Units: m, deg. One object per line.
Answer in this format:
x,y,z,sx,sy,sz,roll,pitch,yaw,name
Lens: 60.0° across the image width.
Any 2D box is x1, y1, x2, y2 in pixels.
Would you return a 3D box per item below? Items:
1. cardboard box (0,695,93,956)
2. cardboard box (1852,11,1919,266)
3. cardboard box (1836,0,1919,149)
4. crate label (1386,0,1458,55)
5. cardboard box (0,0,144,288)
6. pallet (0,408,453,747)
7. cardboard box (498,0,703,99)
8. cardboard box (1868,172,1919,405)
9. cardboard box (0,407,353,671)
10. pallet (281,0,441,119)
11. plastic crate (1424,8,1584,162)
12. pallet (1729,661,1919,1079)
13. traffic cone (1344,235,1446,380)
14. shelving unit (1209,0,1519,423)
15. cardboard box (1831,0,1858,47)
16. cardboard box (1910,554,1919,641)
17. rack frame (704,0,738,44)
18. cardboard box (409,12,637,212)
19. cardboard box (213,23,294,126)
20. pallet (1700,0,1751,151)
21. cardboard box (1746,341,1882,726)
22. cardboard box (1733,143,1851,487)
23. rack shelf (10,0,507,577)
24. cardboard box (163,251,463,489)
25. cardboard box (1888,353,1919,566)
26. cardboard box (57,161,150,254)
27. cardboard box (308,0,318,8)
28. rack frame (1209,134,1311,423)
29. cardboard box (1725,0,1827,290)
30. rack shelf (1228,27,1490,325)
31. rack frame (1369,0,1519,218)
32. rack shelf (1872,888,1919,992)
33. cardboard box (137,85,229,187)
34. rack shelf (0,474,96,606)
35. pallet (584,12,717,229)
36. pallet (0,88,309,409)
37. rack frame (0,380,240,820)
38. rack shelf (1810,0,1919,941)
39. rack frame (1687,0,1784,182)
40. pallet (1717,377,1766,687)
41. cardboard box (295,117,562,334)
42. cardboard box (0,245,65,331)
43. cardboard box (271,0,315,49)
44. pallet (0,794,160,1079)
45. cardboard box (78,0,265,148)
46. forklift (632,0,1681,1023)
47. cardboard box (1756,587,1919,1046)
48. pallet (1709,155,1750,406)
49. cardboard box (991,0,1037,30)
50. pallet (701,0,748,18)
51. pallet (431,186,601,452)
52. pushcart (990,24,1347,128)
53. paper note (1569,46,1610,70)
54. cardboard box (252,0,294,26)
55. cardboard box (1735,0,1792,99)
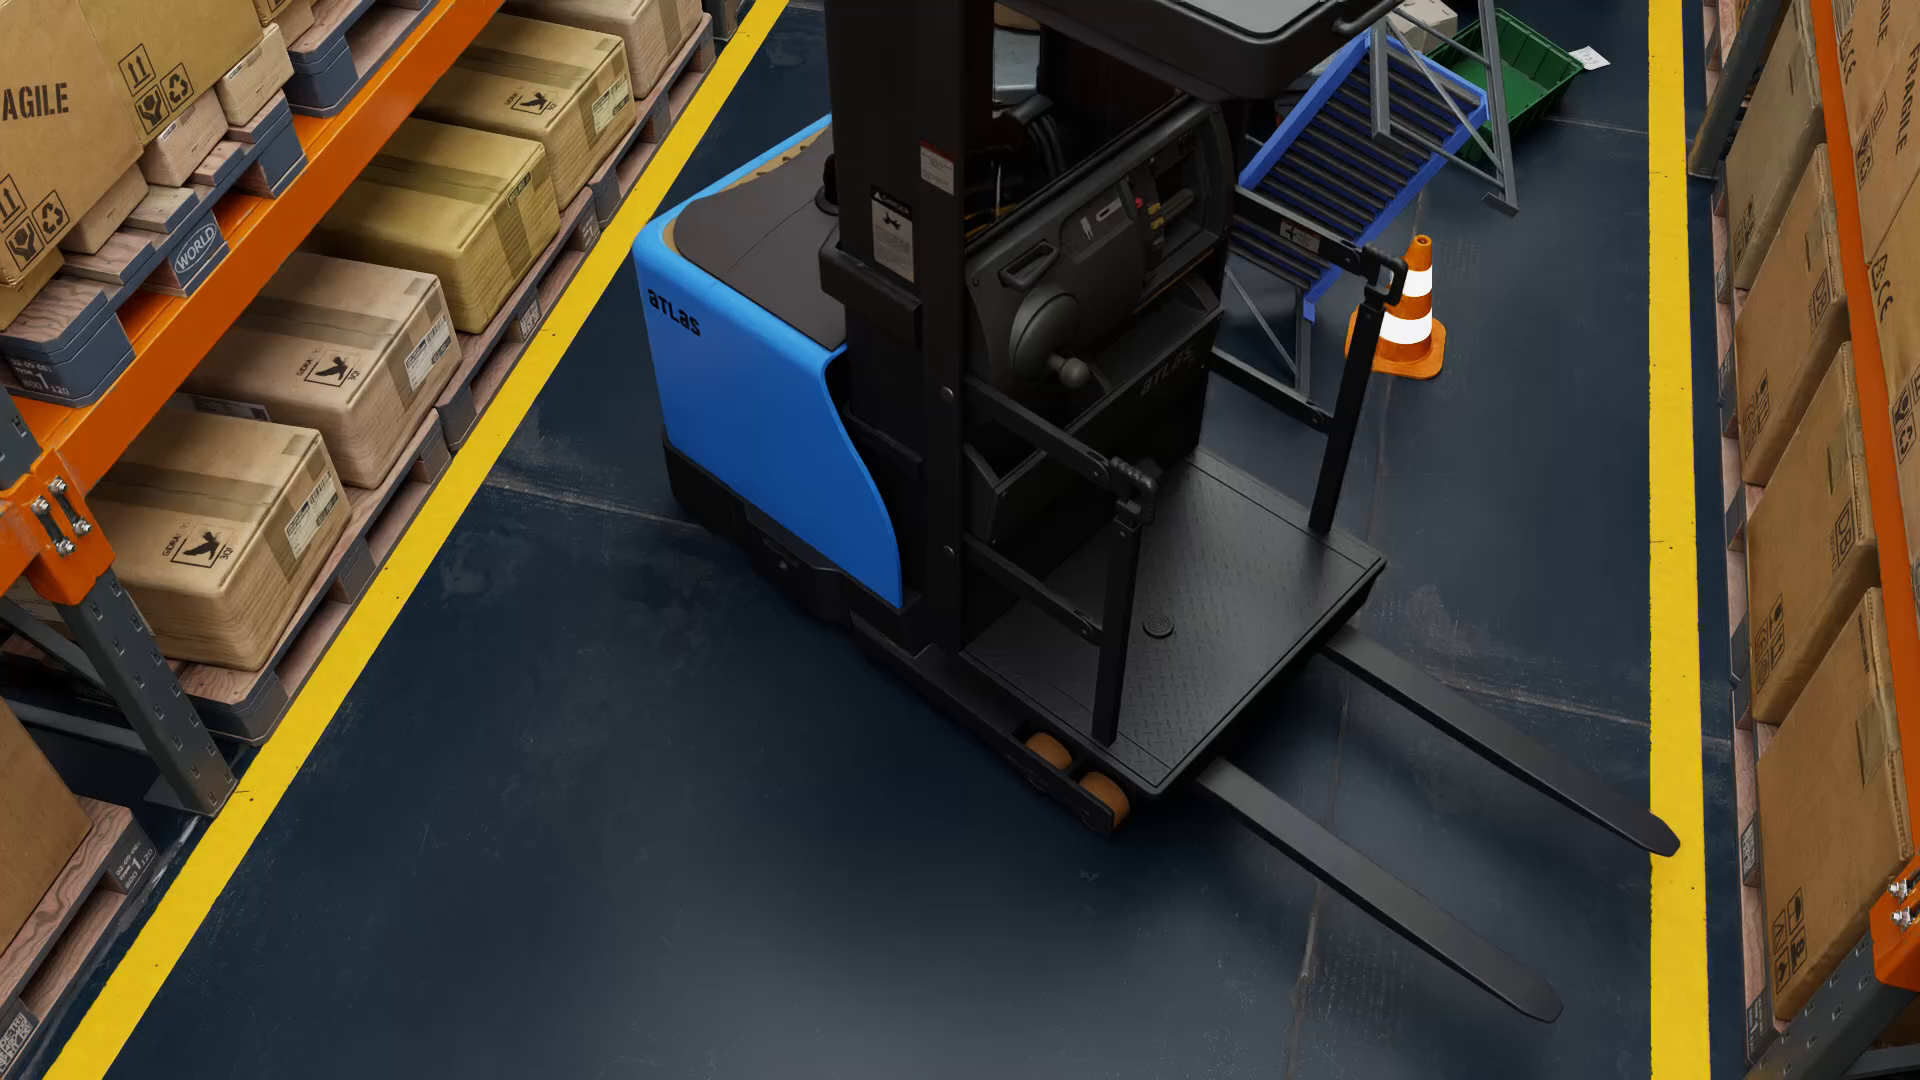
-2.774,0.680,3.786,0.875,0.875,0.875,11,50,10,cardboard box
2.544,-0.969,4.038,0.500,0.500,0.500,12,50,11,cardboard box
2.678,-1.336,4.362,0.500,0.500,0.500,11,50,10,cardboard box
1.973,-2.209,7.108,0.298,0.136,0.250,-19,51,-16,crate label
-2.171,-0.917,3.514,0.500,0.500,0.500,10,49,9,cardboard box
-2.305,-0.009,5.117,1.003,0.211,1.213,12,50,10,pallet
-1.595,-2.150,6.619,0.950,0.372,0.625,12,50,11,cardboard box
2.414,-0.597,3.710,0.500,0.500,0.500,11,49,9,cardboard box
-2.354,-0.043,4.760,0.950,0.372,0.625,9,49,7,cardboard box
-2.031,-1.744,4.916,1.003,0.211,1.213,12,50,10,pallet
2.124,-1.829,6.701,0.662,0.188,0.450,-37,68,-28,plastic crate
2.570,0.904,4.311,1.003,0.211,1.213,12,50,10,pallet
1.533,-0.845,5.687,0.336,0.463,0.334,12,50,10,traffic cone
1.280,-1.329,5.632,0.538,1.048,1.500,24,47,-15,shelving unit
2.812,-1.697,4.680,0.500,0.500,0.500,12,50,10,cardboard box
2.149,0.125,3.073,0.500,0.500,0.500,12,50,10,cardboard box
-1.459,-3.260,6.127,1.000,3.000,0.127,12,50,10,rack frame
-1.781,-1.629,6.160,0.950,0.372,0.625,14,50,12,cardboard box
-1.932,-1.203,4.198,0.380,0.149,0.250,12,50,10,cardboard box
3.618,-1.968,6.847,1.003,0.211,1.213,12,50,10,pallet
2.764,0.086,4.394,1.050,0.750,0.750,12,50,11,cardboard box
3.008,-0.587,4.988,1.050,0.750,0.750,12,50,10,cardboard box
-1.986,-1.576,5.120,1.077,0.370,4.000,12,50,10,rack shelf
-2.167,-0.579,5.233,0.950,0.372,0.625,11,49,9,cardboard box
2.282,-0.236,3.391,0.500,0.500,0.500,12,50,10,cardboard box
-2.141,-0.819,3.860,0.380,0.149,0.250,9,49,8,cardboard box
-1.907,-1.605,4.553,0.380,0.149,0.250,13,50,12,cardboard box
1.052,-1.054,5.995,0.500,0.032,1.500,24,47,-15,rack frame
3.266,-1.284,5.603,1.050,0.750,0.750,11,50,10,cardboard box
1.253,-1.196,5.515,0.538,1.000,0.185,24,47,-15,rack shelf
1.507,-1.604,5.270,0.500,0.032,1.500,24,47,-15,rack frame
1.763,2.221,1.769,1.077,0.370,4.000,12,50,10,rack shelf
-2.024,-1.008,4.026,0.380,0.149,0.250,9,49,8,cardboard box
-3.039,1.318,2.566,1.077,0.370,4.000,12,50,10,rack shelf
-1.663,-1.774,6.675,1.003,0.211,1.213,12,50,10,pallet
-2.427,-0.840,4.119,1.213,0.211,1.003,12,50,10,pallet
-2.512,-0.367,3.573,1.000,3.000,0.127,12,50,10,rack frame
2.816,-0.672,4.322,1.077,0.370,4.000,12,50,10,rack shelf
3.343,-2.357,5.329,1.000,3.000,0.127,12,50,10,rack frame
2.893,0.024,5.088,1.003,0.211,1.213,12,50,10,pallet
-1.962,-1.126,5.716,0.950,0.372,0.625,13,50,11,cardboard box
-2.247,-0.621,3.685,0.380,0.149,0.250,9,49,8,cardboard box
-1.944,-1.393,4.366,0.380,0.149,0.250,14,50,12,cardboard box
-2.792,1.111,4.129,1.003,0.211,1.213,12,50,10,pallet
-2.040,-1.296,3.848,0.500,0.500,0.500,14,50,12,cardboard box
0.508,-0.624,3.846,3.031,2.935,1.130,34,57,26,forklift
2.537,0.719,3.835,1.050,0.750,0.750,11,49,10,cardboard box
3.212,-0.861,5.869,1.003,0.211,1.213,12,50,10,pallet
0.266,-2.354,6.489,0.500,0.500,0.500,12,50,10,cardboard box
-1.317,-2.830,7.607,1.003,0.211,1.213,12,50,10,pallet
-1.982,-0.889,5.894,1.003,0.211,1.213,12,50,10,pallet
0.753,-1.979,6.745,1.648,0.377,0.936,-4,49,-3,pushcart
2.646,-2.039,7.029,0.147,0.020,0.142,-19,51,-16,paper note
-1.907,-1.681,4.188,0.500,0.500,0.500,12,50,11,cardboard box
3.576,-2.234,6.358,0.875,0.875,0.875,12,50,11,cardboard box
